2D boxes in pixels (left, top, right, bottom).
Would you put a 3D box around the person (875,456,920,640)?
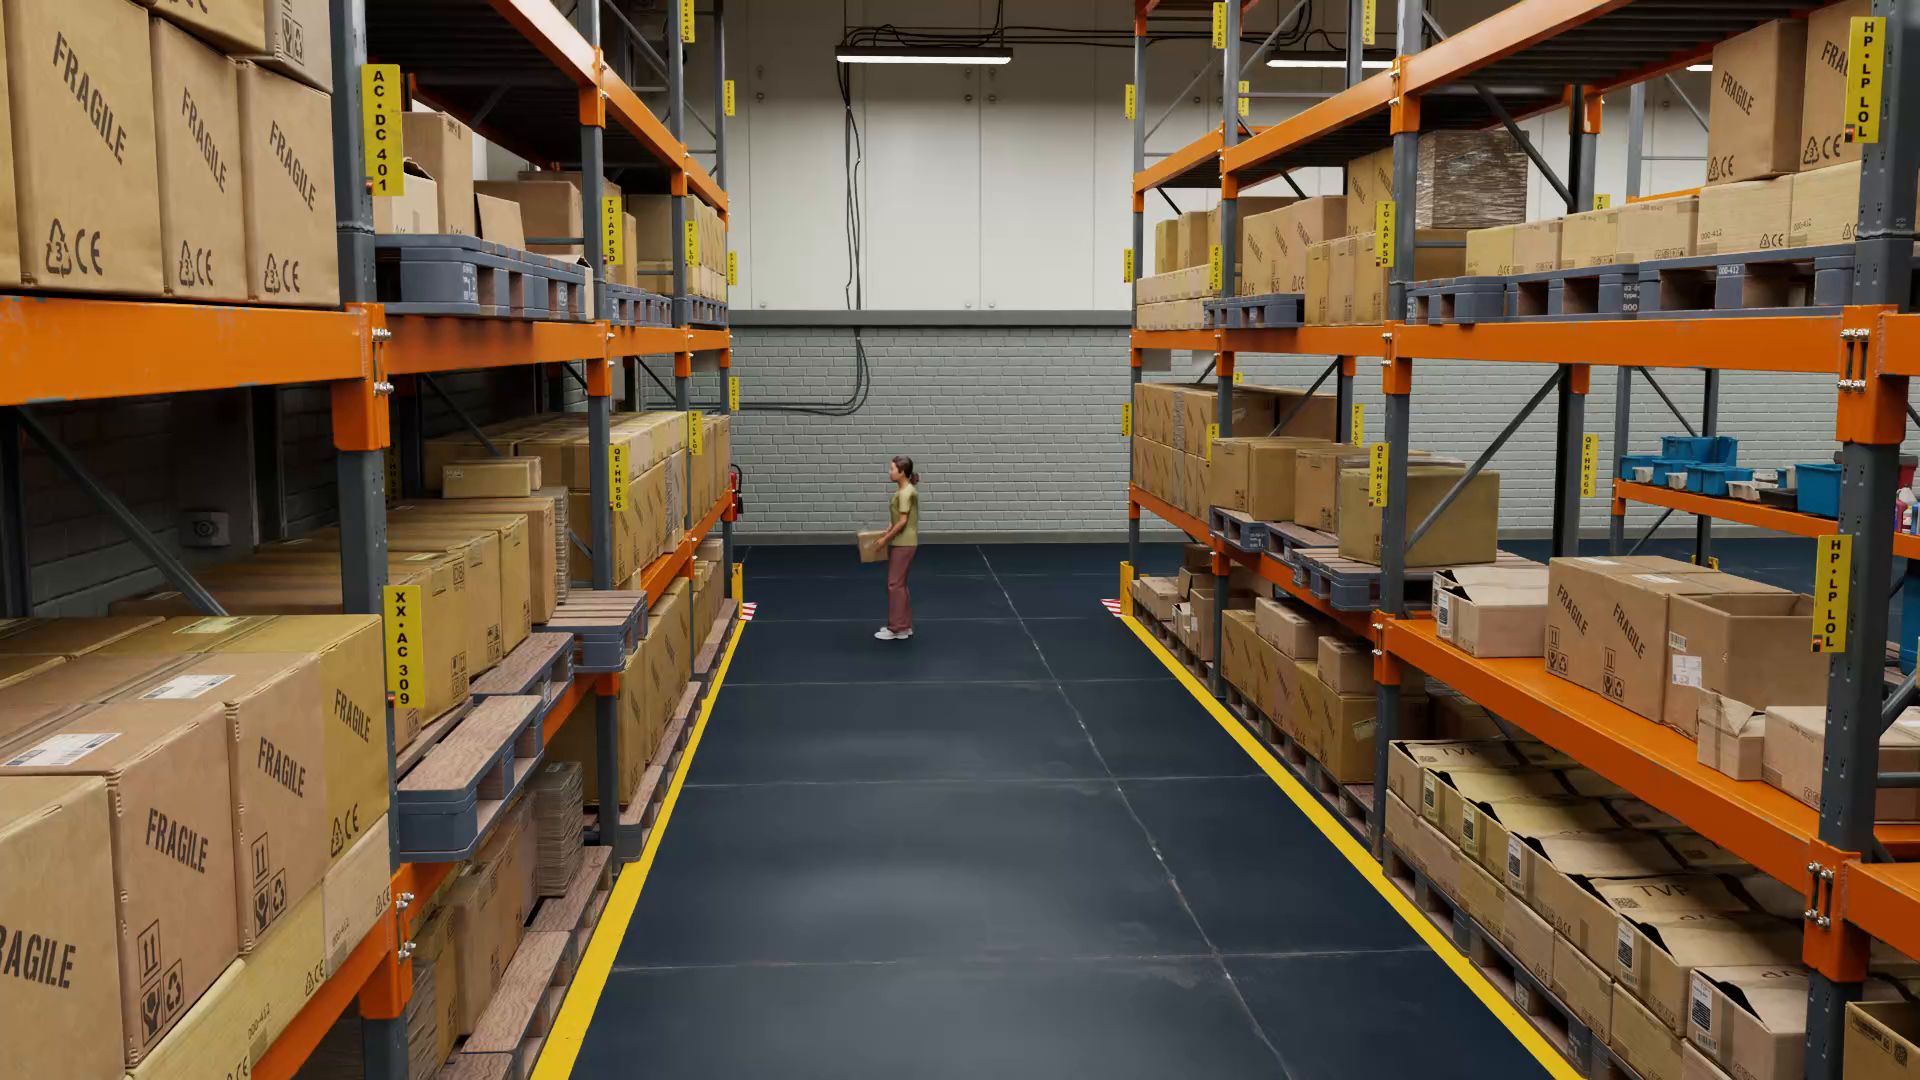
[{"bbox_3d":[-0.571,0.065,15.210,0.435,1.675,0.468,-1,7,-5],"label":"person"}]
